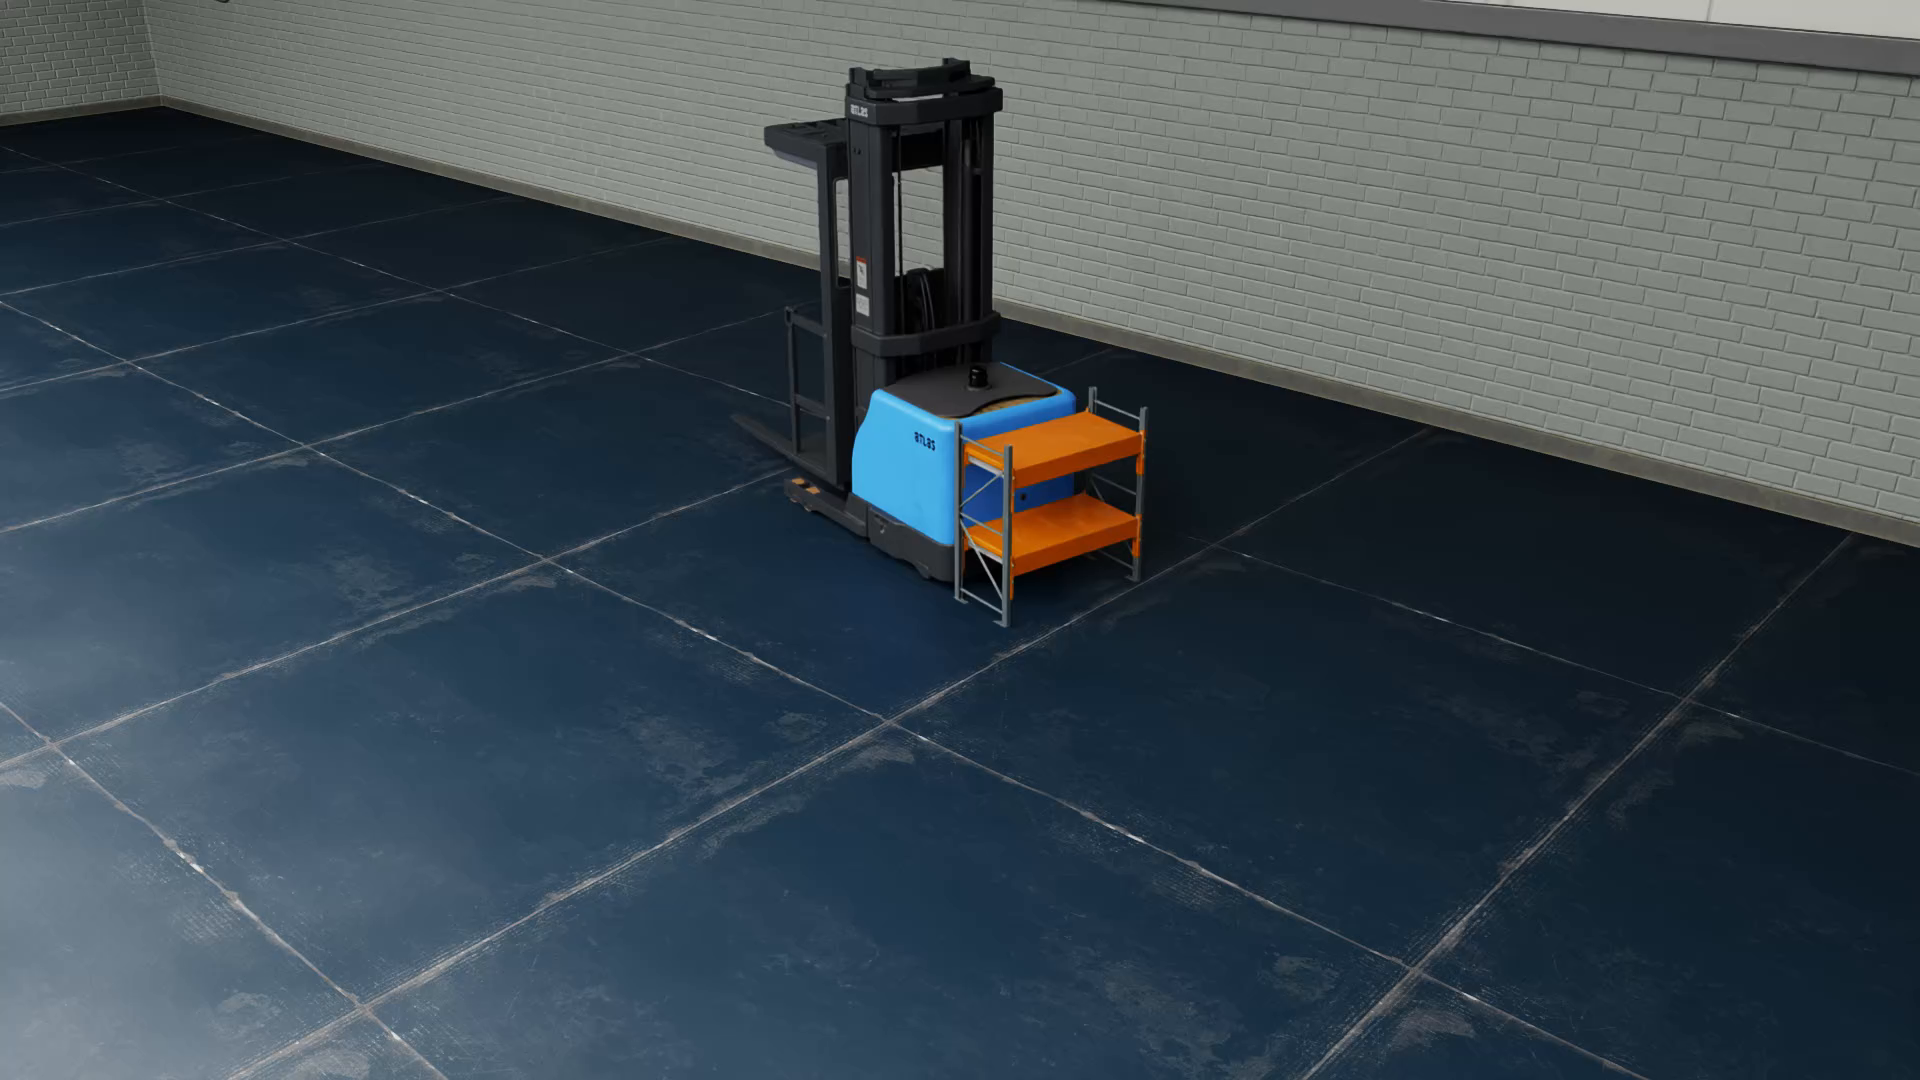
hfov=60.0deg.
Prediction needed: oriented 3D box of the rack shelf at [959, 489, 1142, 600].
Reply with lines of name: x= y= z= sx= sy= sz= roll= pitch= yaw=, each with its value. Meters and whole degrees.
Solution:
rack shelf: x=0.536 y=0.013 z=9.943 sx=1.000 sy=0.278 sz=0.538 roll=-17 pitch=29 yaw=-33

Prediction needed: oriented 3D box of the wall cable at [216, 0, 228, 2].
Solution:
wall cable: x=-11.295 y=-9.016 z=23.655 sx=3.097 sy=2.526 sz=0.112 roll=20 pitch=31 yaw=38

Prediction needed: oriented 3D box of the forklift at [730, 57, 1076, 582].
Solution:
forklift: x=-0.541 y=-1.630 z=10.804 sx=1.130 sy=2.935 sz=3.031 roll=-16 pitch=29 yaw=-32

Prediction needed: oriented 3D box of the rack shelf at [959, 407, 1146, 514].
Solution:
rack shelf: x=0.536 y=-0.477 z=9.723 sx=1.000 sy=0.278 sz=0.538 roll=-17 pitch=29 yaw=-33

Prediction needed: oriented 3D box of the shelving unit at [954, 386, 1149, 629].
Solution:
shelving unit: x=0.536 y=-0.210 z=9.843 sx=1.048 sy=1.125 sz=0.538 roll=-17 pitch=29 yaw=-33

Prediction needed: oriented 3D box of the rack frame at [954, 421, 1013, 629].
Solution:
rack frame: x=0.130 y=-0.085 z=9.564 sx=0.032 sy=1.125 sz=0.500 roll=-17 pitch=29 yaw=-33

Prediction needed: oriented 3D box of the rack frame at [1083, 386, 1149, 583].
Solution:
rack frame: x=0.942 y=-0.335 z=10.122 sx=0.032 sy=1.125 sz=0.500 roll=-17 pitch=29 yaw=-33
